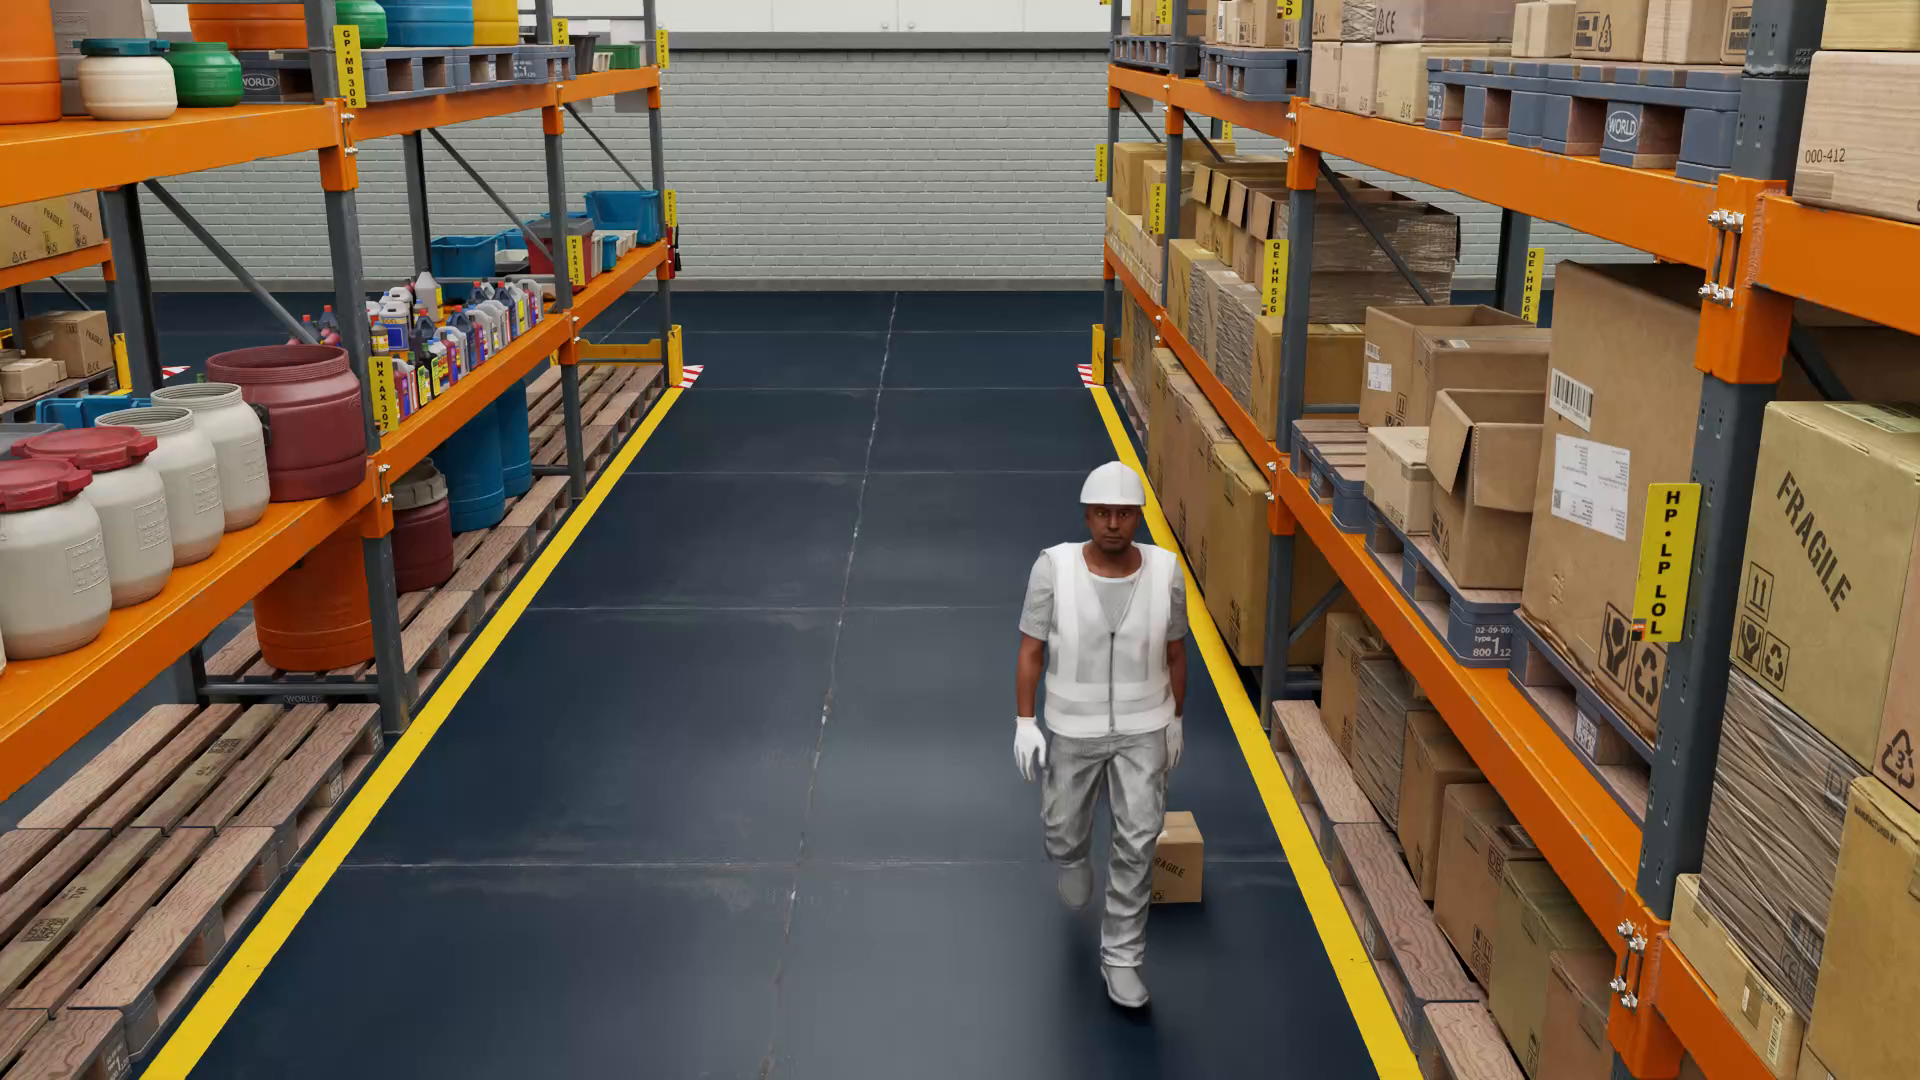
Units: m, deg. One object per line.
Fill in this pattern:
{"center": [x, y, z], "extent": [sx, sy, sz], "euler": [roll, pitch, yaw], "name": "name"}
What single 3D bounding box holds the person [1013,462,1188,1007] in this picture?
{"center": [0.462, 0.597, 5.505], "extent": [0.574, 1.764, 0.773], "euler": [0, 17, -1], "name": "person"}
